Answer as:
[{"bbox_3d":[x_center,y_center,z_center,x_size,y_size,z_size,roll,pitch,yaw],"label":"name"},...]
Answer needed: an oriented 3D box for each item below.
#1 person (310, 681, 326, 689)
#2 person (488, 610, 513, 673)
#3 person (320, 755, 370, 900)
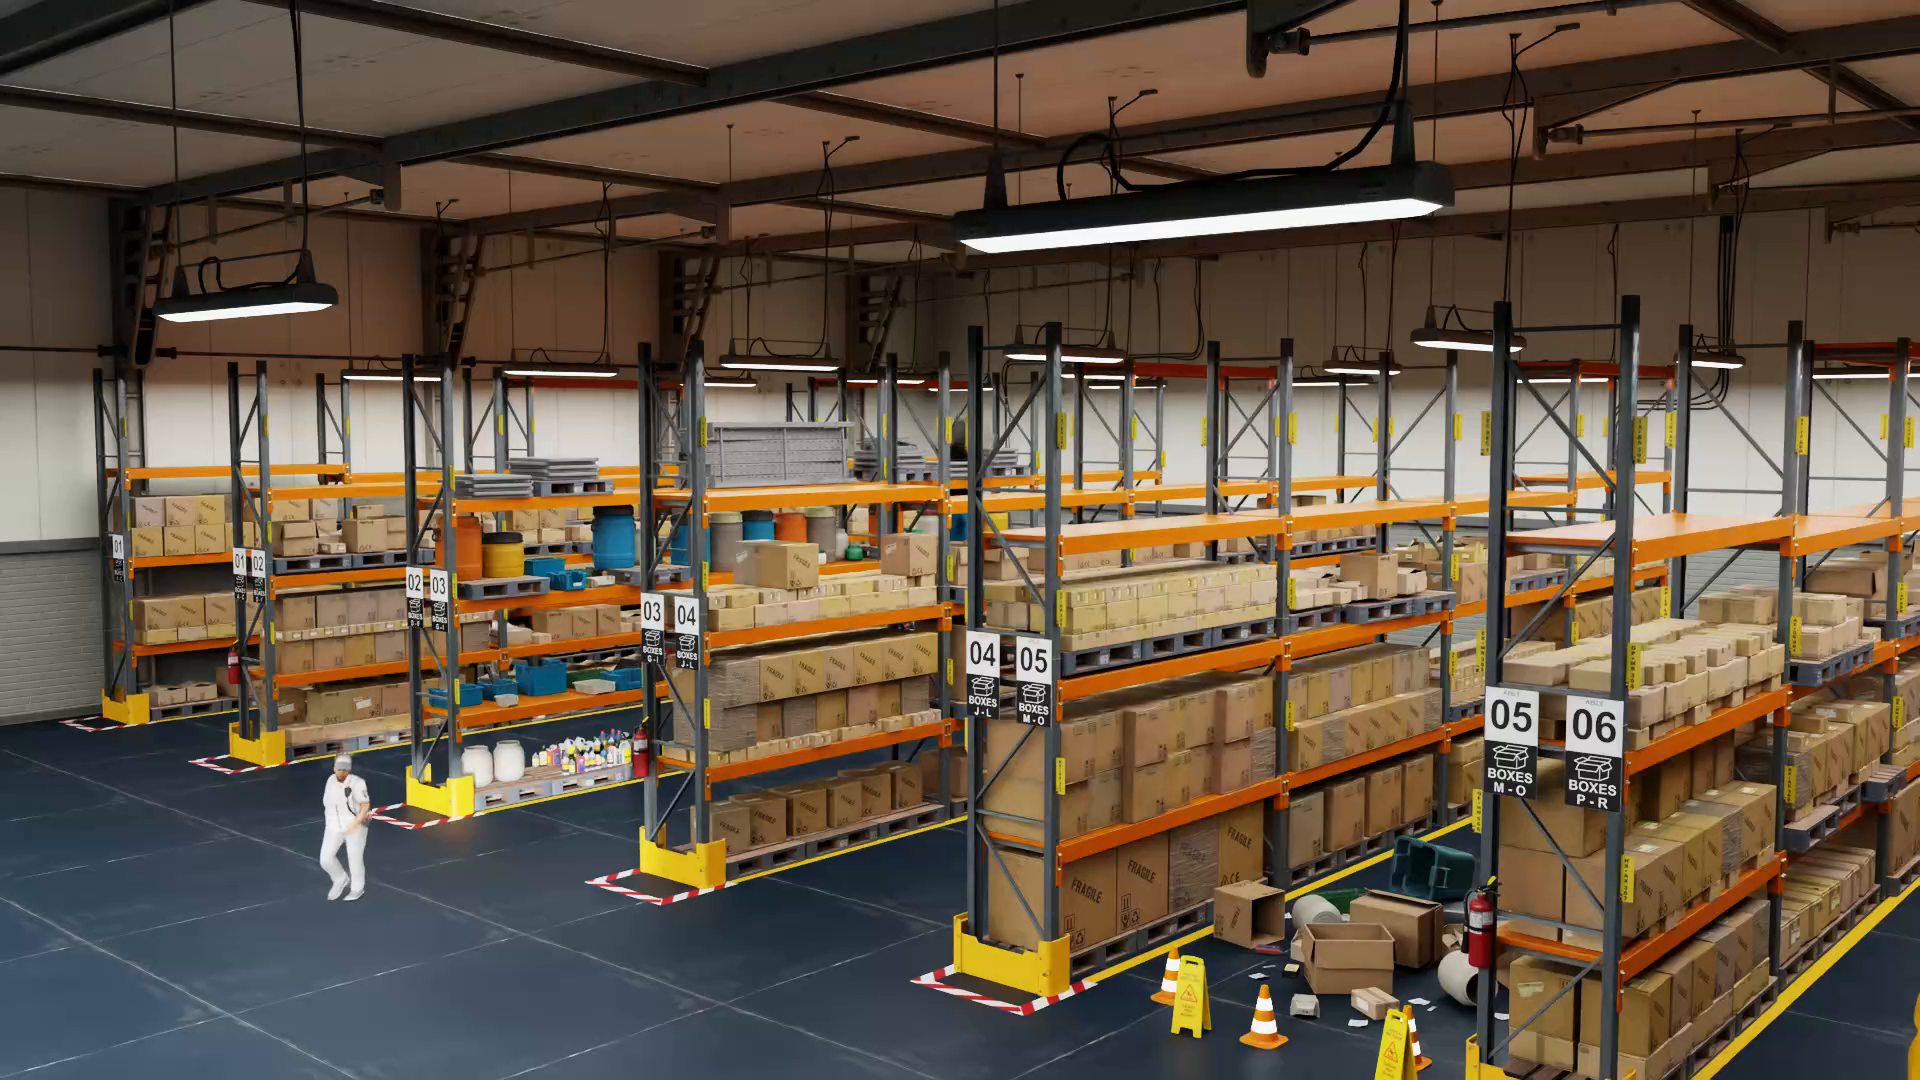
[{"bbox_3d":[-10.991,2.313,28.371,0.716,1.616,0.725,0,4,3],"label":"person"},{"bbox_3d":[-8.385,2.099,30.122,0.697,1.725,1.032,3,5,33],"label":"person"},{"bbox_3d":[-6.514,3.063,17.615,0.575,1.624,0.772,0,4,2],"label":"person"}]
